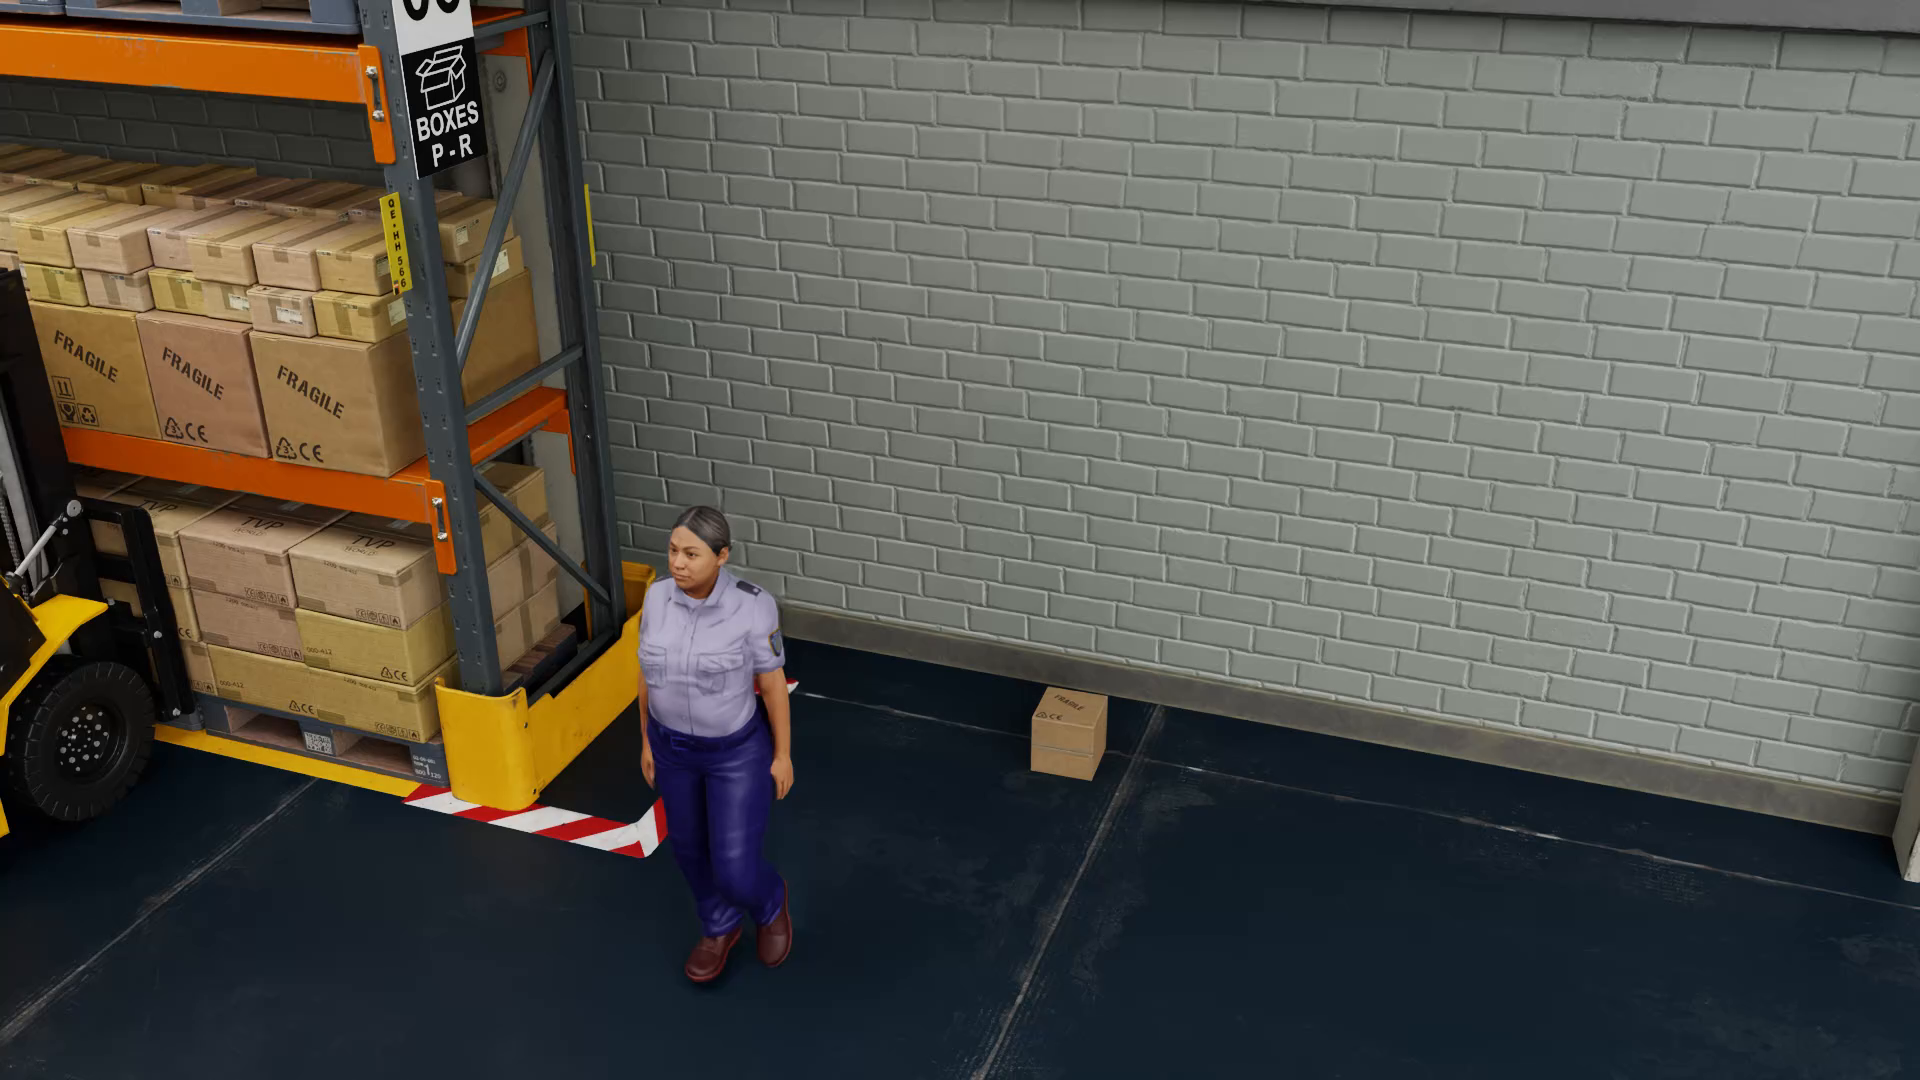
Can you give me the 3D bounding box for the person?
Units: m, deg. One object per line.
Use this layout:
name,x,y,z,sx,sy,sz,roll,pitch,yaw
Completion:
person,-0.789,0.687,5.176,0.504,1.640,0.431,10,27,19
